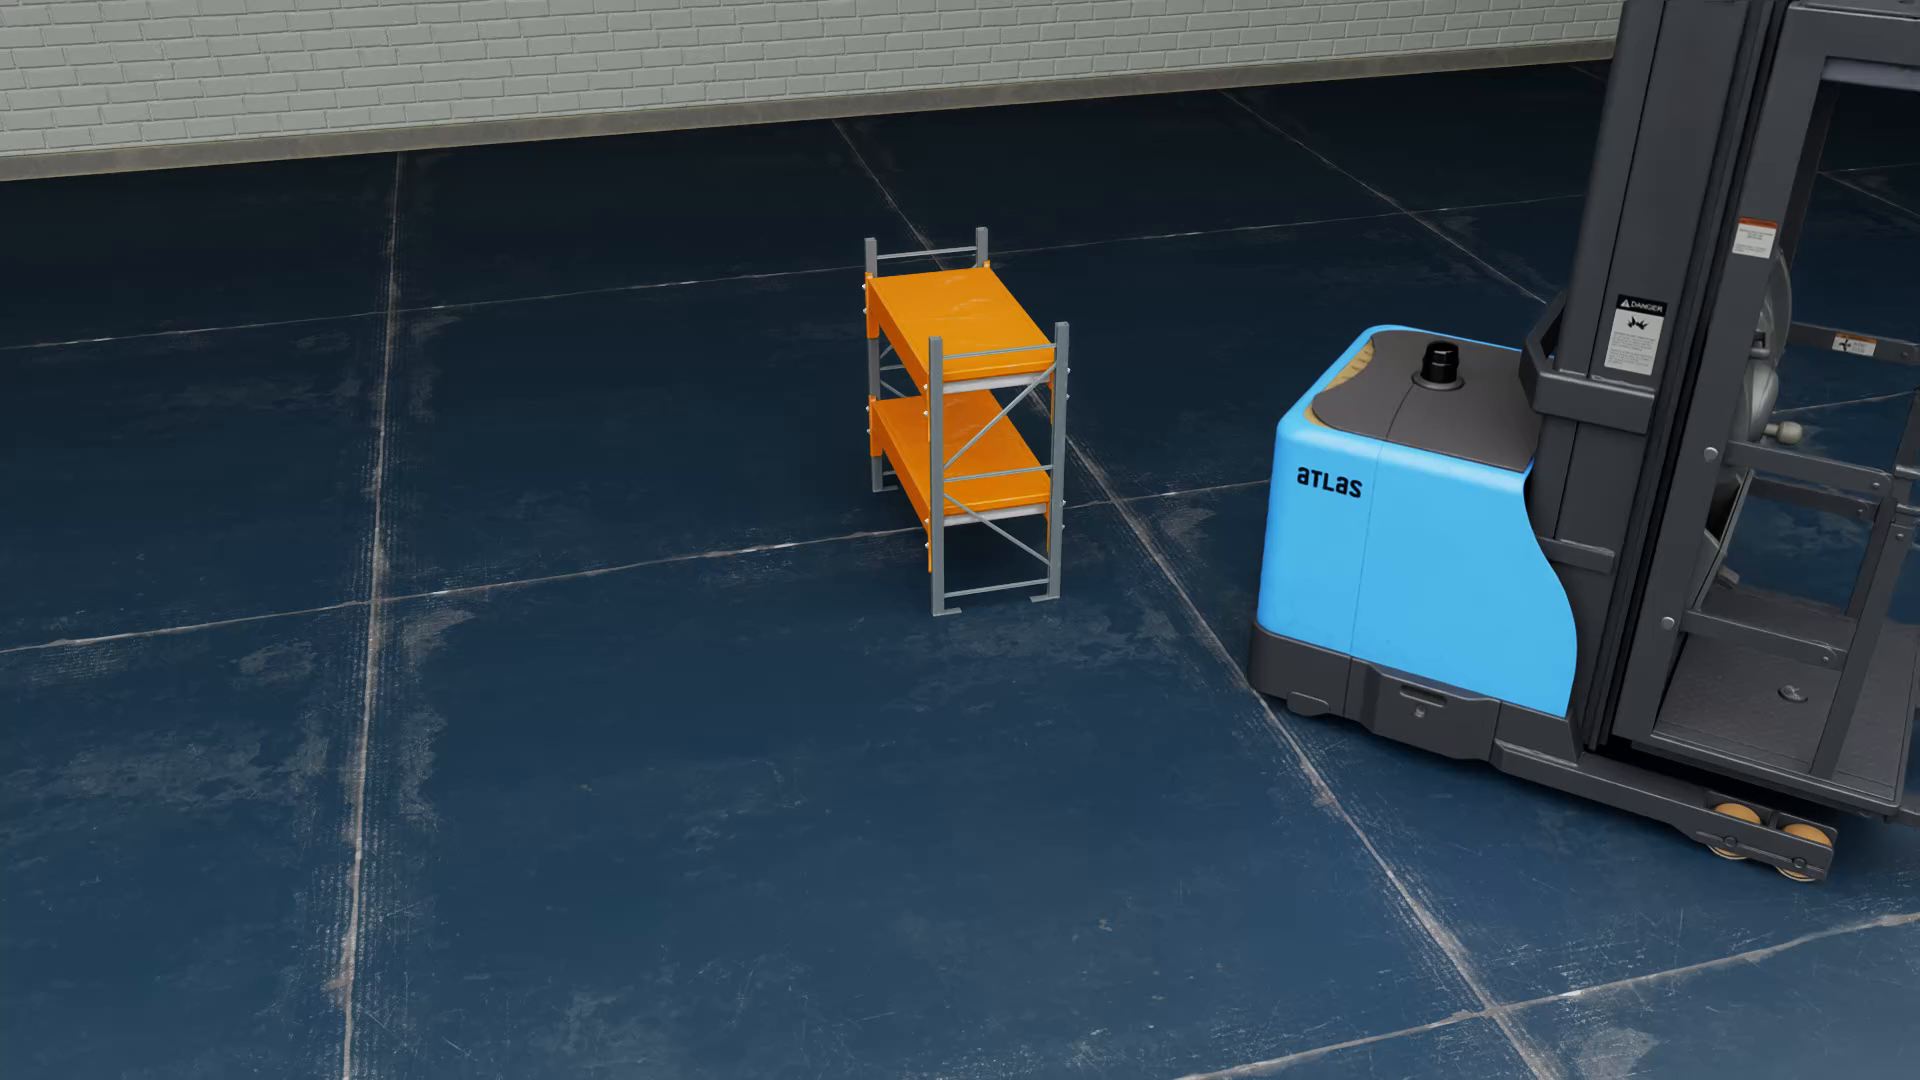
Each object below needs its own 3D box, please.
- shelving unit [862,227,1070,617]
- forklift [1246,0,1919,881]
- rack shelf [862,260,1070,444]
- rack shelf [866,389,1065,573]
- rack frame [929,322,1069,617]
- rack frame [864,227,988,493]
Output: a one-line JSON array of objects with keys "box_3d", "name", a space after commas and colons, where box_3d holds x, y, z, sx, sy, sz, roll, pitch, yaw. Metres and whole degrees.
[{"box_3d": [0.002, -0.484, 6.463, 0.538, 1.125, 1.048, -8, 31, -13], "name": "shelving unit"}, {"box_3d": [2.529, -0.552, 4.778, 3.031, 2.935, 1.130, 16, 34, 26], "name": "forklift"}, {"box_3d": [0.002, -0.737, 6.316, 0.538, 0.278, 1.000, -8, 31, -13], "name": "rack shelf"}, {"box_3d": [0.002, -0.272, 6.585, 0.538, 0.278, 1.000, -8, 31, -13], "name": "rack shelf"}, {"box_3d": [0.137, -0.238, 6.038, 0.500, 1.125, 0.032, -8, 31, -13], "name": "rack frame"}, {"box_3d": [-0.133, -0.729, 6.887, 0.500, 1.125, 0.032, -8, 31, -13], "name": "rack frame"}]
